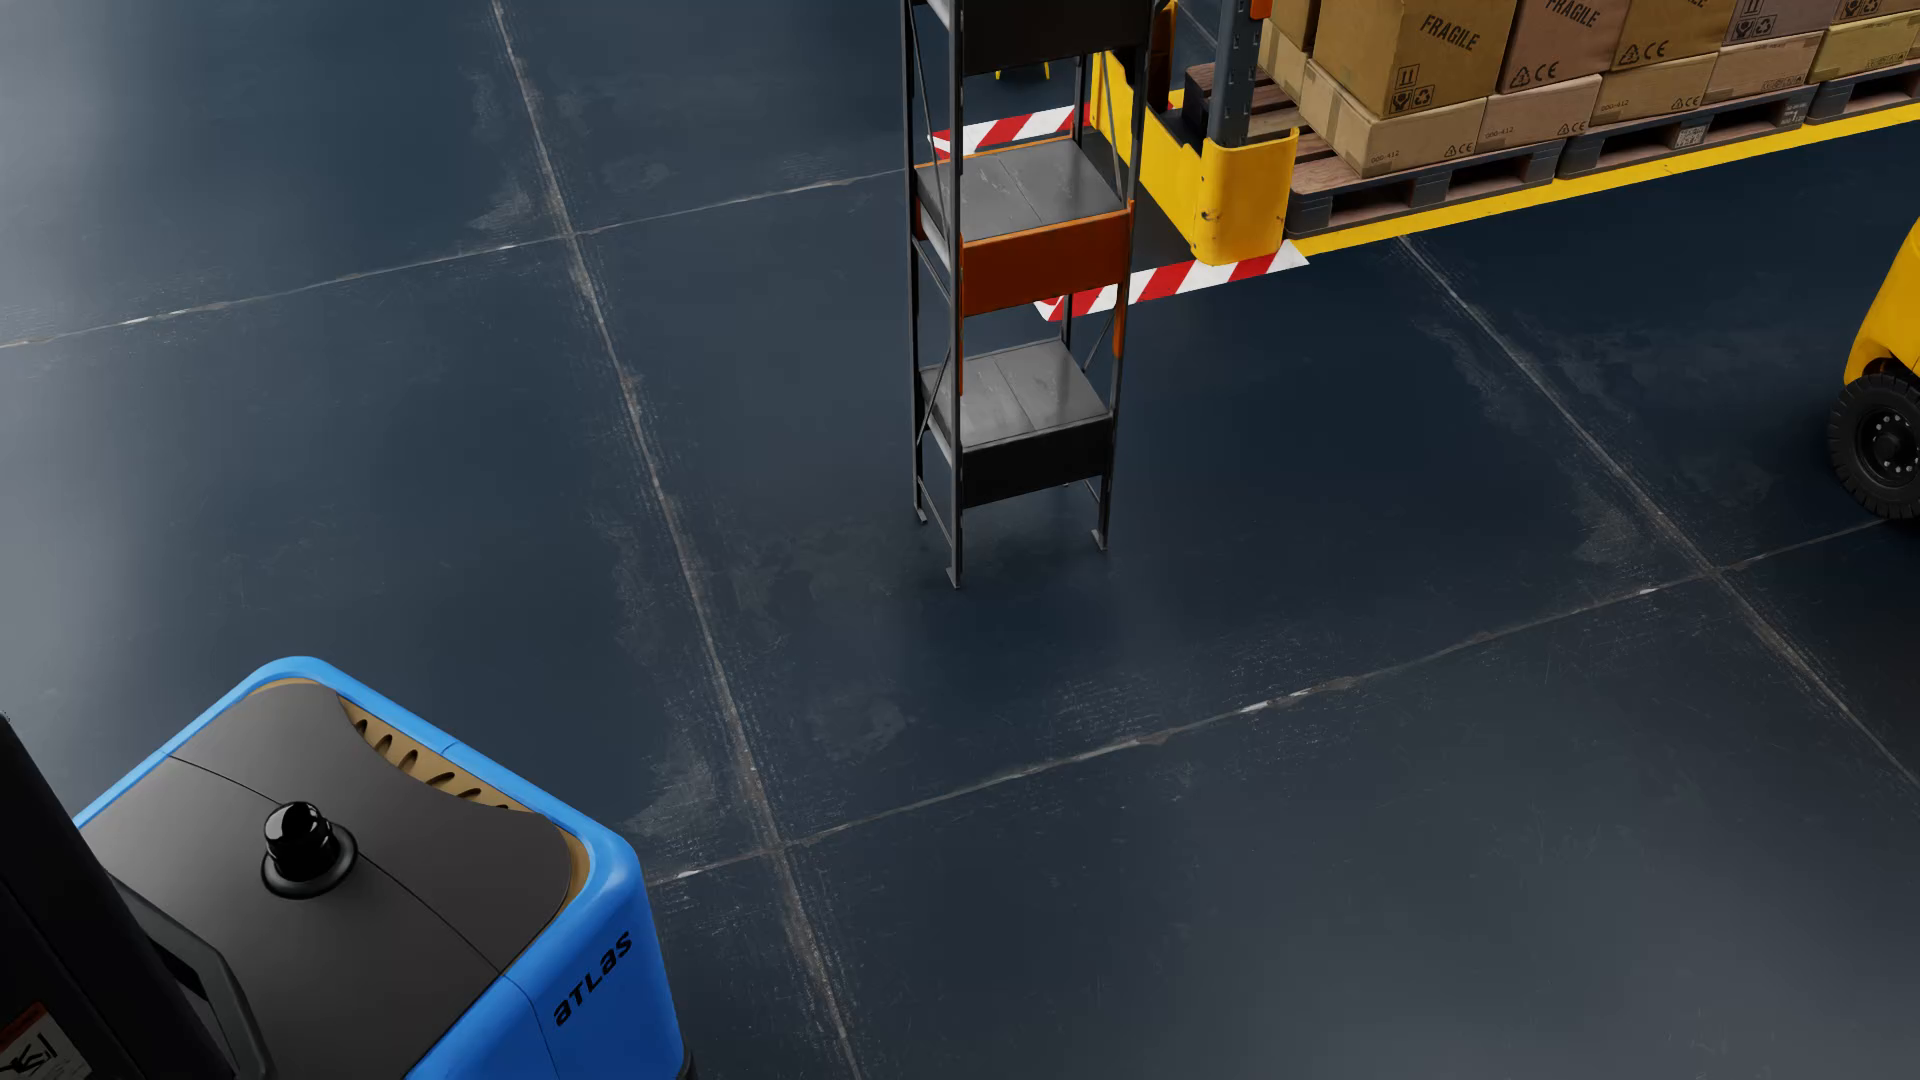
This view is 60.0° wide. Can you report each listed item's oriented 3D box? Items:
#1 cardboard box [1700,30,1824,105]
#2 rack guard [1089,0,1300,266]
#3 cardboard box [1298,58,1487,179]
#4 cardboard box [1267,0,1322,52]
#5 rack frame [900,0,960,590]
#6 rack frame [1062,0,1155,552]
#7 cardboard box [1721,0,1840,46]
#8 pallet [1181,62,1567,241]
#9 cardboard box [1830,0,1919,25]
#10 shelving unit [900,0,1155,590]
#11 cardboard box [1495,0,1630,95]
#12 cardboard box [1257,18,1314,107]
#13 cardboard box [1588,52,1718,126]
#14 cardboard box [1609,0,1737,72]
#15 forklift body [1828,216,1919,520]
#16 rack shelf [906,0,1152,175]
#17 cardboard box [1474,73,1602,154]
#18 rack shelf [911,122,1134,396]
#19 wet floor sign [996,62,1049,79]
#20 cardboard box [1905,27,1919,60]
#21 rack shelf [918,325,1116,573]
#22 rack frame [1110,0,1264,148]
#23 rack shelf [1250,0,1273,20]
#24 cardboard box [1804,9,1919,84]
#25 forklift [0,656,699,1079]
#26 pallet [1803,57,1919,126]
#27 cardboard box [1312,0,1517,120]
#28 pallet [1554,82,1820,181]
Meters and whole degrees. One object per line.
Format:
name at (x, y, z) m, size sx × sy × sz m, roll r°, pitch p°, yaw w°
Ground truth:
cardboard box at (3.137, -2.058, 6.828) m, size 0.500 × 0.250 × 0.500 m, roll -14°, pitch 47°, yaw -13°
rack guard at (0.888, -1.630, 6.521) m, size 0.348 × 0.500 × 1.175 m, roll -14°, pitch 47°, yaw -14°
cardboard box at (1.669, -1.681, 6.452) m, size 0.500 × 0.250 × 0.500 m, roll -15°, pitch 47°, yaw -14°
cardboard box at (1.481, -2.302, 6.542) m, size 0.500 × 0.500 × 0.500 m, roll -14°, pitch 47°, yaw -14°
rack frame at (-0.074, -0.722, 4.487) m, size 0.015 × 2.100 × 0.400 m, roll -14°, pitch 47°, yaw -14°
rack frame at (0.385, -0.840, 4.604) m, size 0.015 × 2.100 × 0.400 m, roll -14°, pitch 47°, yaw -14°
cardboard box at (3.156, -2.330, 6.570) m, size 0.500 × 0.500 × 0.500 m, roll -12°, pitch 46°, yaw -12°
pallet at (1.664, -1.699, 6.795) m, size 1.213 × 0.211 × 1.003 m, roll -14°, pitch 47°, yaw -14°
cardboard box at (3.636, -2.453, 6.693) m, size 0.500 × 0.500 × 0.500 m, roll -14°, pitch 47°, yaw -13°
shelving unit at (0.156, -0.781, 4.546) m, size 0.503 × 2.100 × 0.431 m, roll -14°, pitch 47°, yaw -14°
cardboard box at (2.182, -2.081, 6.321) m, size 0.500 × 0.500 × 0.500 m, roll -16°, pitch 47°, yaw -15°
cardboard box at (1.508, -2.051, 6.821) m, size 0.500 × 0.250 × 0.500 m, roll -15°, pitch 47°, yaw -14°
cardboard box at (2.661, -1.938, 6.709) m, size 0.500 × 0.250 × 0.500 m, roll -11°, pitch 46°, yaw -11°
cardboard box at (2.656, -2.196, 6.436) m, size 0.500 × 0.500 × 0.500 m, roll -13°, pitch 47°, yaw -13°
forklift body at (3.669, -0.560, 4.289) m, size 1.214 × 2.155 × 2.313 m, roll -14°, pitch 47°, yaw -14°
rack shelf at (0.156, -1.266, 4.060) m, size 0.480 × 0.518 × 0.431 m, roll -14°, pitch 47°, yaw -14°
cardboard box at (2.152, -1.799, 6.570) m, size 0.500 × 0.250 × 0.500 m, roll -13°, pitch 46°, yaw -12°
rack shelf at (0.156, -0.771, 4.556) m, size 0.480 × 0.518 × 0.431 m, roll -14°, pitch 47°, yaw -14°
wet floor sign at (0.274, -2.330, 7.116) m, size 0.232 × 0.644 × 0.267 m, roll 0°, pitch 45°, yaw 0°
cardboard box at (4.114, -2.312, 7.081) m, size 0.500 × 0.250 × 0.500 m, roll -12°, pitch 46°, yaw -12°
rack shelf at (0.156, -0.277, 5.051) m, size 0.480 × 0.518 × 0.431 m, roll -14°, pitch 47°, yaw -14°
rack frame at (0.816, -2.494, 5.618) m, size 0.127 × 3.000 × 1.000 m, roll -14°, pitch 47°, yaw -14°
rack shelf at (2.698, -2.721, 6.352) m, size 4.000 × 0.370 × 1.077 m, roll -14°, pitch 47°, yaw -14°
cardboard box at (3.617, -2.177, 6.947) m, size 0.500 × 0.250 × 0.500 m, roll -15°, pitch 47°, yaw -15°
forklift at (-1.814, 1.007, 2.177) m, size 1.130 × 2.935 × 3.031 m, roll 24°, pitch 50°, yaw 22°
pallet at (3.959, -2.286, 7.380) m, size 1.213 × 0.211 × 1.003 m, roll -14°, pitch 47°, yaw -14°
cardboard box at (1.691, -1.952, 6.193) m, size 0.500 × 0.500 × 0.500 m, roll -16°, pitch 47°, yaw -15°
pallet at (2.810, -1.990, 7.085) m, size 1.213 × 0.211 × 1.003 m, roll -14°, pitch 47°, yaw -14°
